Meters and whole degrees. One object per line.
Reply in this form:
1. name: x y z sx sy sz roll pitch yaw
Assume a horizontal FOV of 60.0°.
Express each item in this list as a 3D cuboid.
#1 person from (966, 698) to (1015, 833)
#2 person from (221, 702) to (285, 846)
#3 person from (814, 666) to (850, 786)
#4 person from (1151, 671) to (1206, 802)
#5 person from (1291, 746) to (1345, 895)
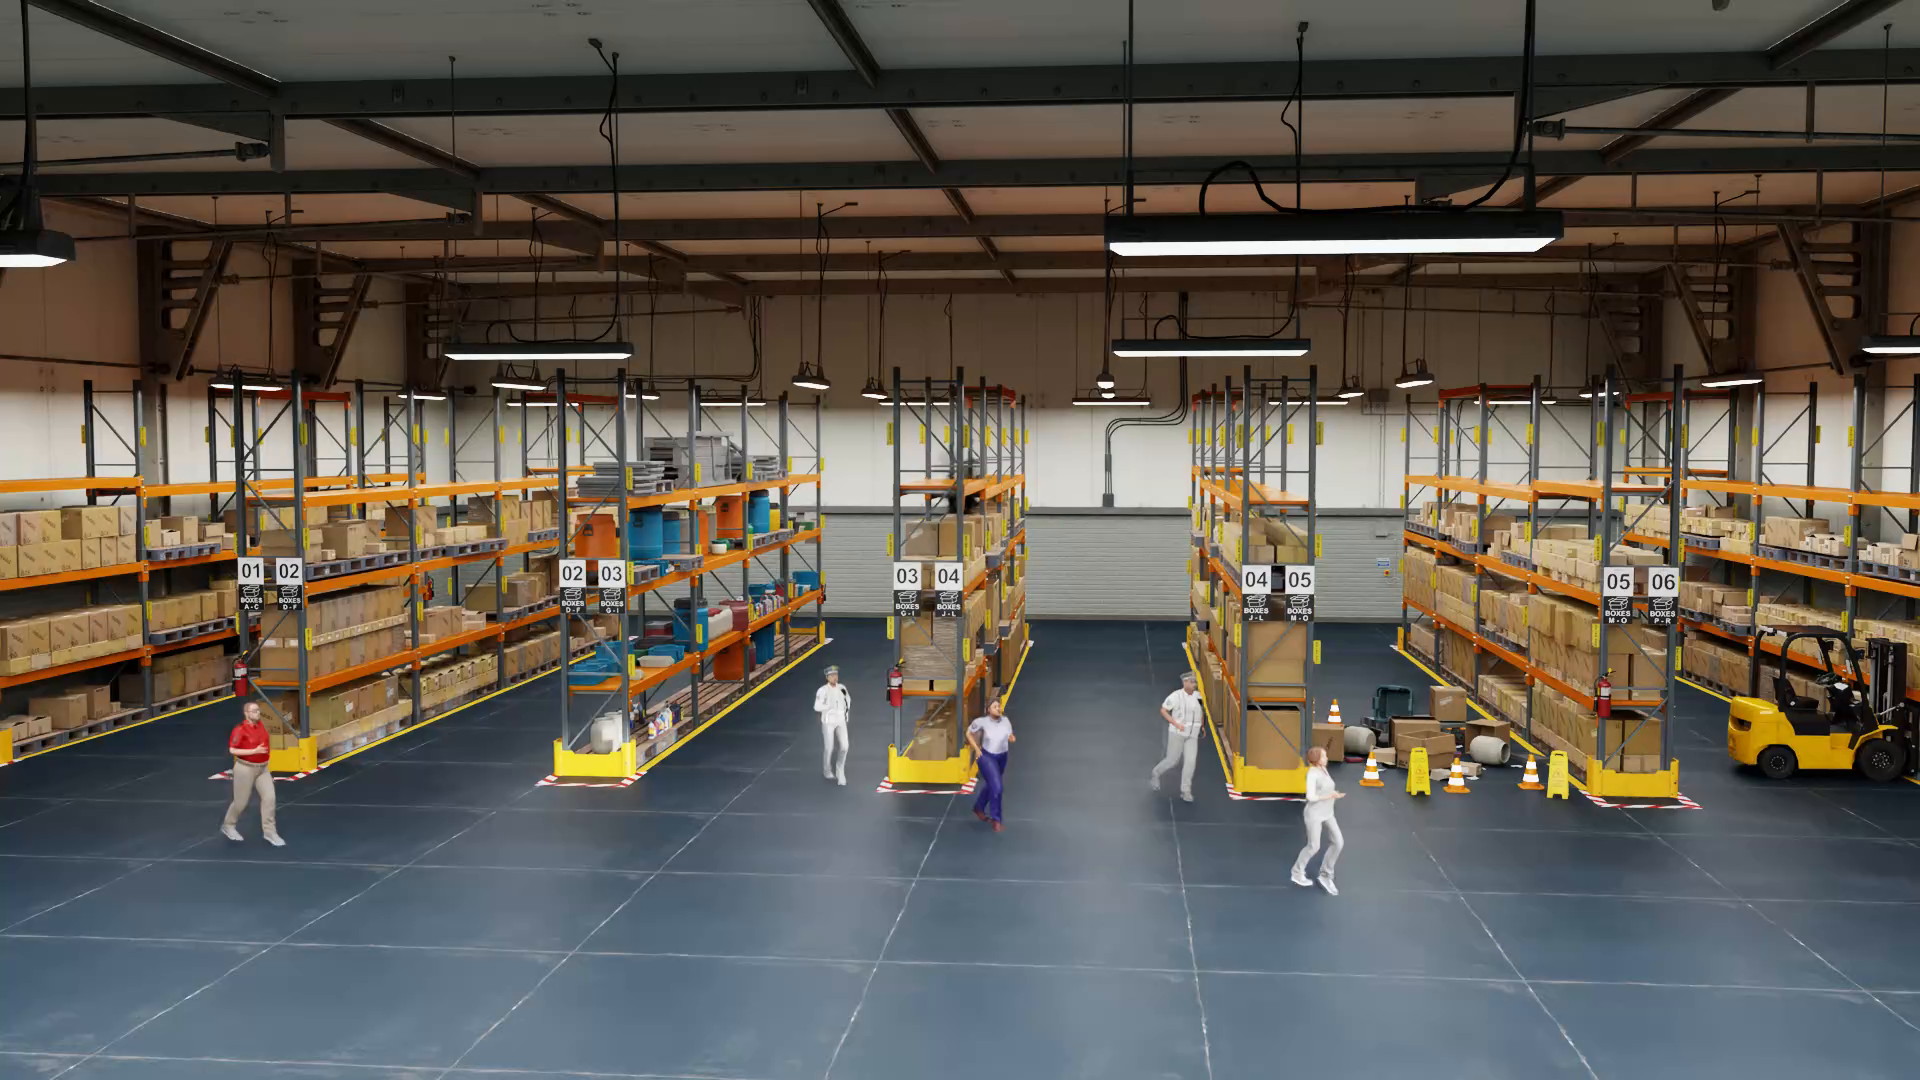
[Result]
1. person: 0.421 2.880 21.331 0.576 1.699 0.764 -3 5 -38
2. person: -8.665 2.853 20.354 0.871 1.749 0.660 2 4 24
3. person: -1.811 2.671 23.974 0.595 1.739 0.687 -1 4 -20
4. person: 3.140 2.691 23.107 0.726 1.741 0.943 -1 4 -22
5. person: 3.946 3.078 18.229 0.655 1.621 0.514 3 5 43
